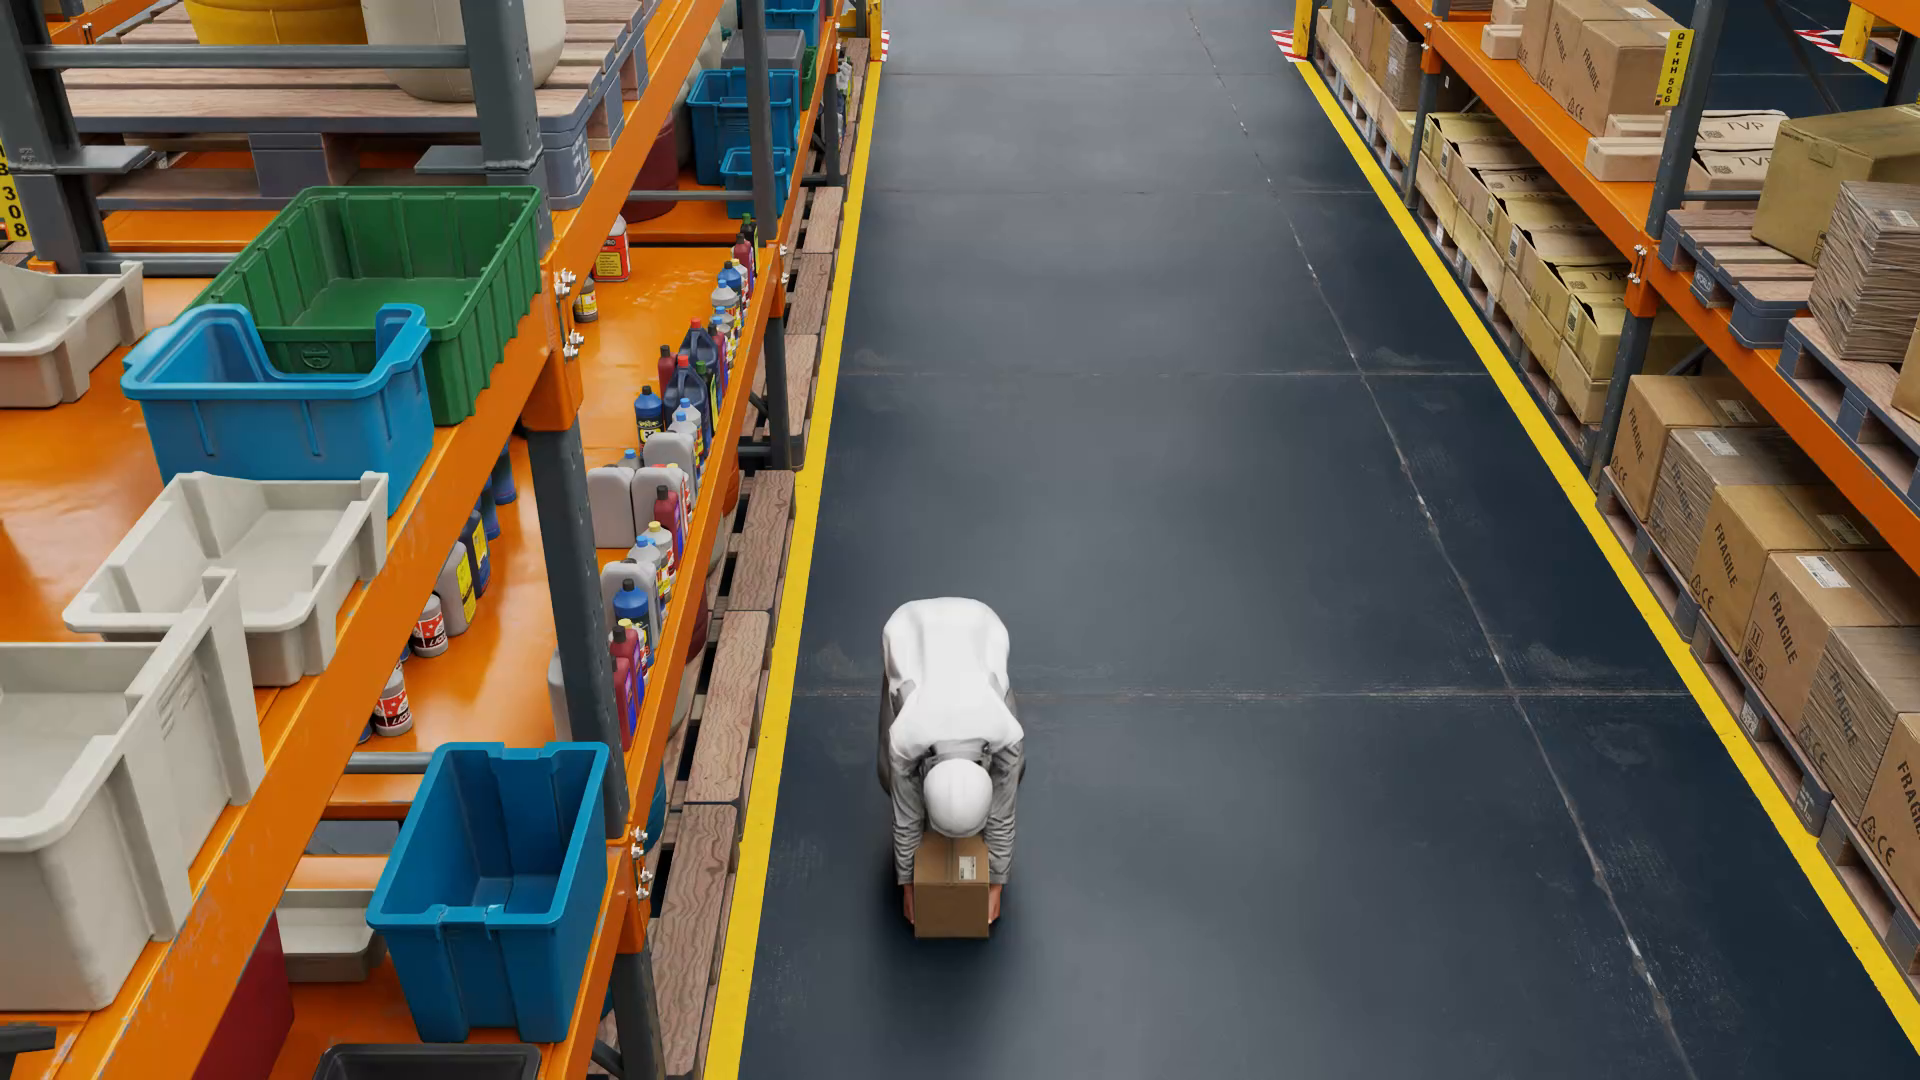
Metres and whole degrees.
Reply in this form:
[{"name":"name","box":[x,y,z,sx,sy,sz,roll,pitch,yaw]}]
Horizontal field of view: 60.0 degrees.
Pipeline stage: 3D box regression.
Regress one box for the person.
[{"name":"person","box":[-0.027,0.752,5.712,0.519,0.916,1.000,-1,31,-2]}]
